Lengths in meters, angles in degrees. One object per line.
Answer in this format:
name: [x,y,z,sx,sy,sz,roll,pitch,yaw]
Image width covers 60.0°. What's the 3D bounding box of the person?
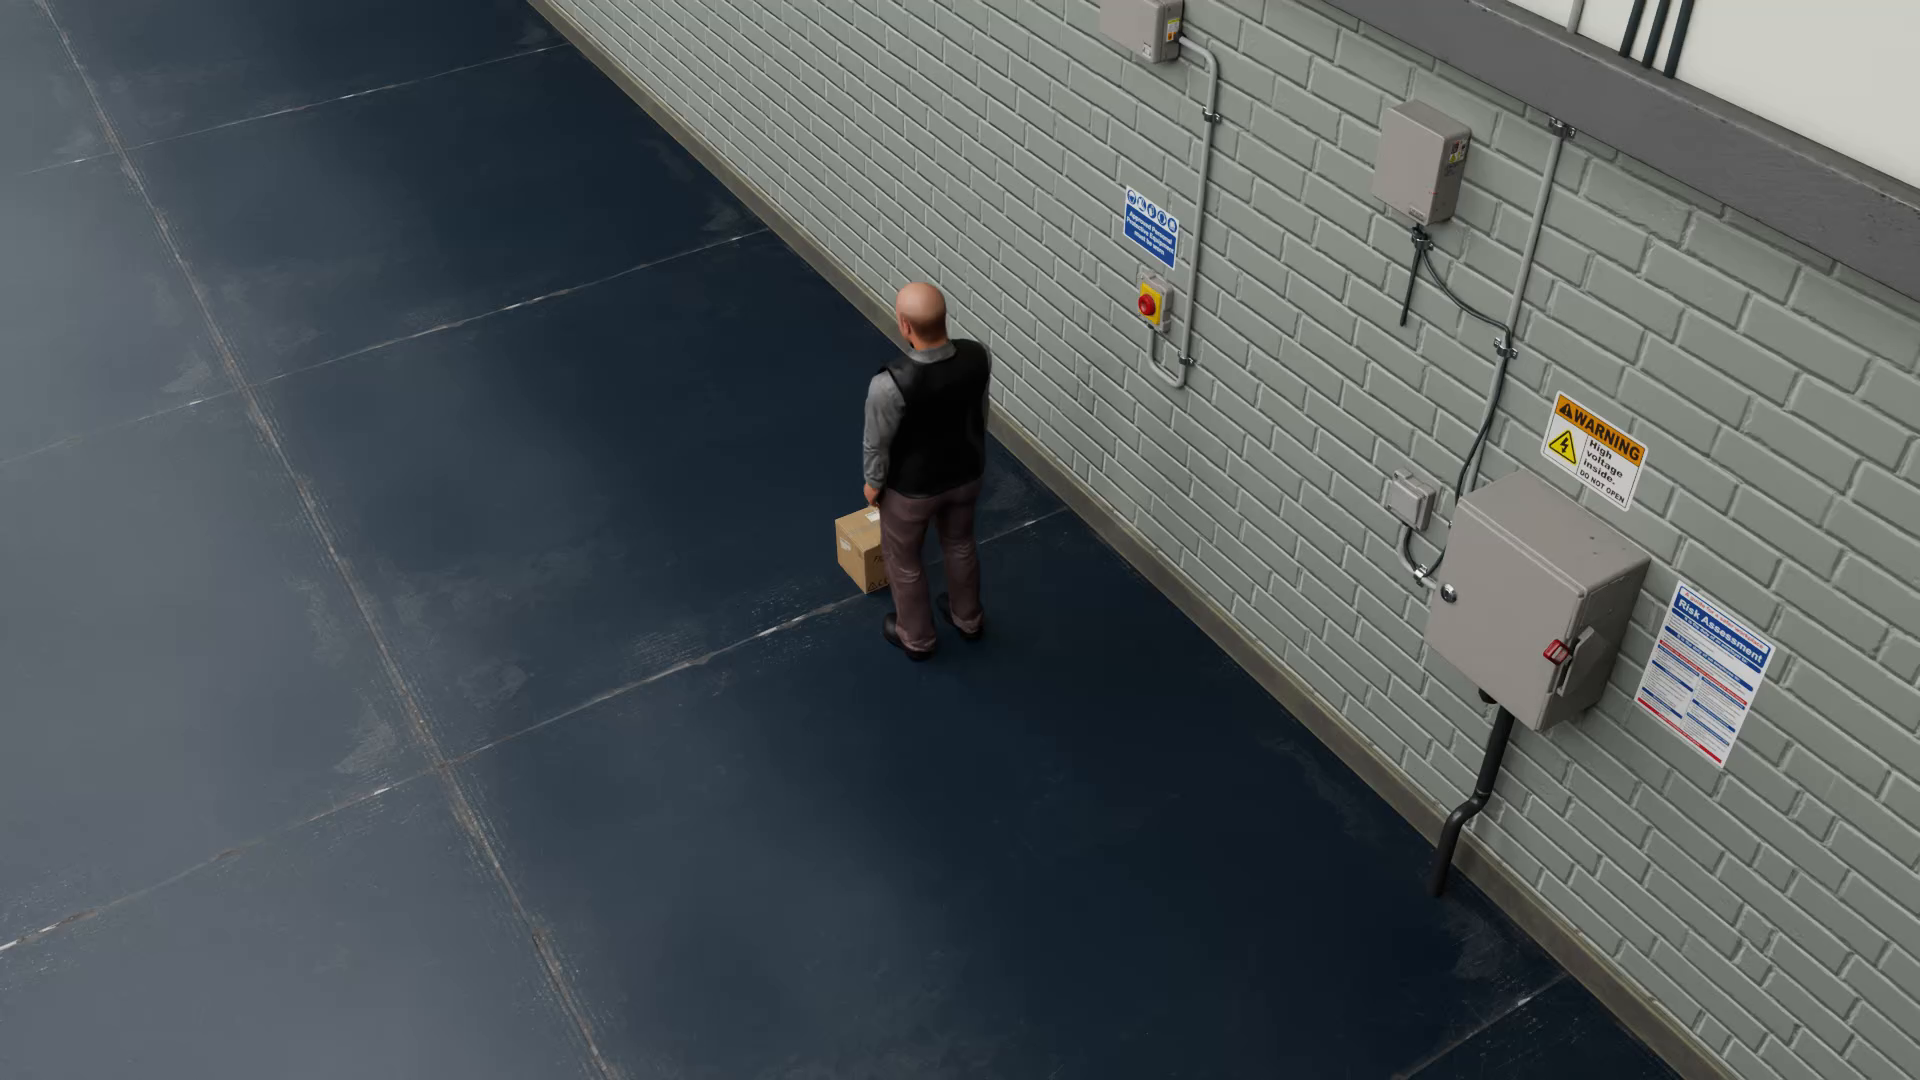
person: [-0.132,-0.244,6.476,0.535,1.714,0.353,-22,45,-23]
